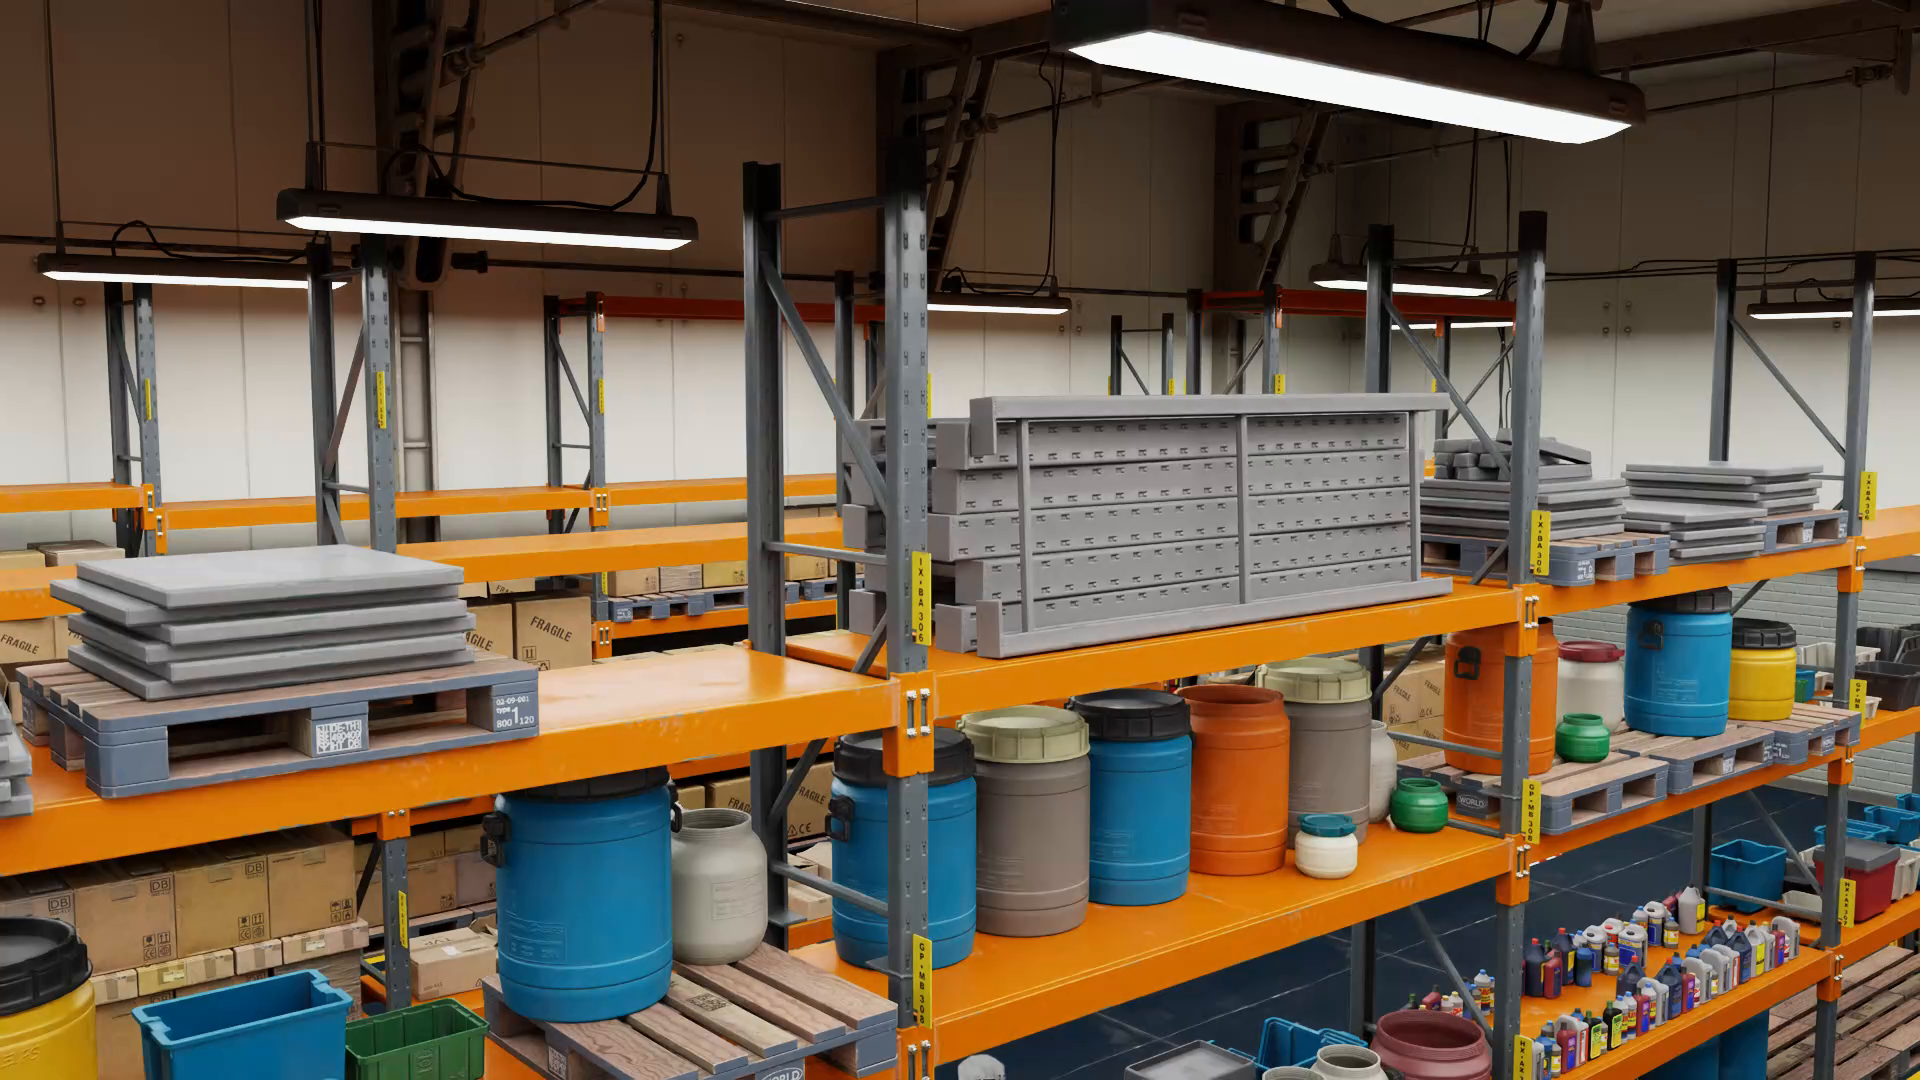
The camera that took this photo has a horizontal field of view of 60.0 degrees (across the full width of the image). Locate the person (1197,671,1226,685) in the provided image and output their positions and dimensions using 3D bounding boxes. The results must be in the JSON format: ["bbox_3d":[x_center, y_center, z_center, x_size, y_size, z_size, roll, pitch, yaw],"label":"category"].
[{"bbox_3d":[3.322,2.196,22.327,0.492,1.678,0.410,2,6,19],"label":"person"}]

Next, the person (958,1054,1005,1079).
[{"bbox_3d":[0.194,3.508,8.645,0.669,1.715,0.416,-4,7,-33],"label":"person"}]

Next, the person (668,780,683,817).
[{"bbox_3d":[-2.713,2.935,14.727,0.389,1.706,0.584,5,7,42],"label":"person"}]
